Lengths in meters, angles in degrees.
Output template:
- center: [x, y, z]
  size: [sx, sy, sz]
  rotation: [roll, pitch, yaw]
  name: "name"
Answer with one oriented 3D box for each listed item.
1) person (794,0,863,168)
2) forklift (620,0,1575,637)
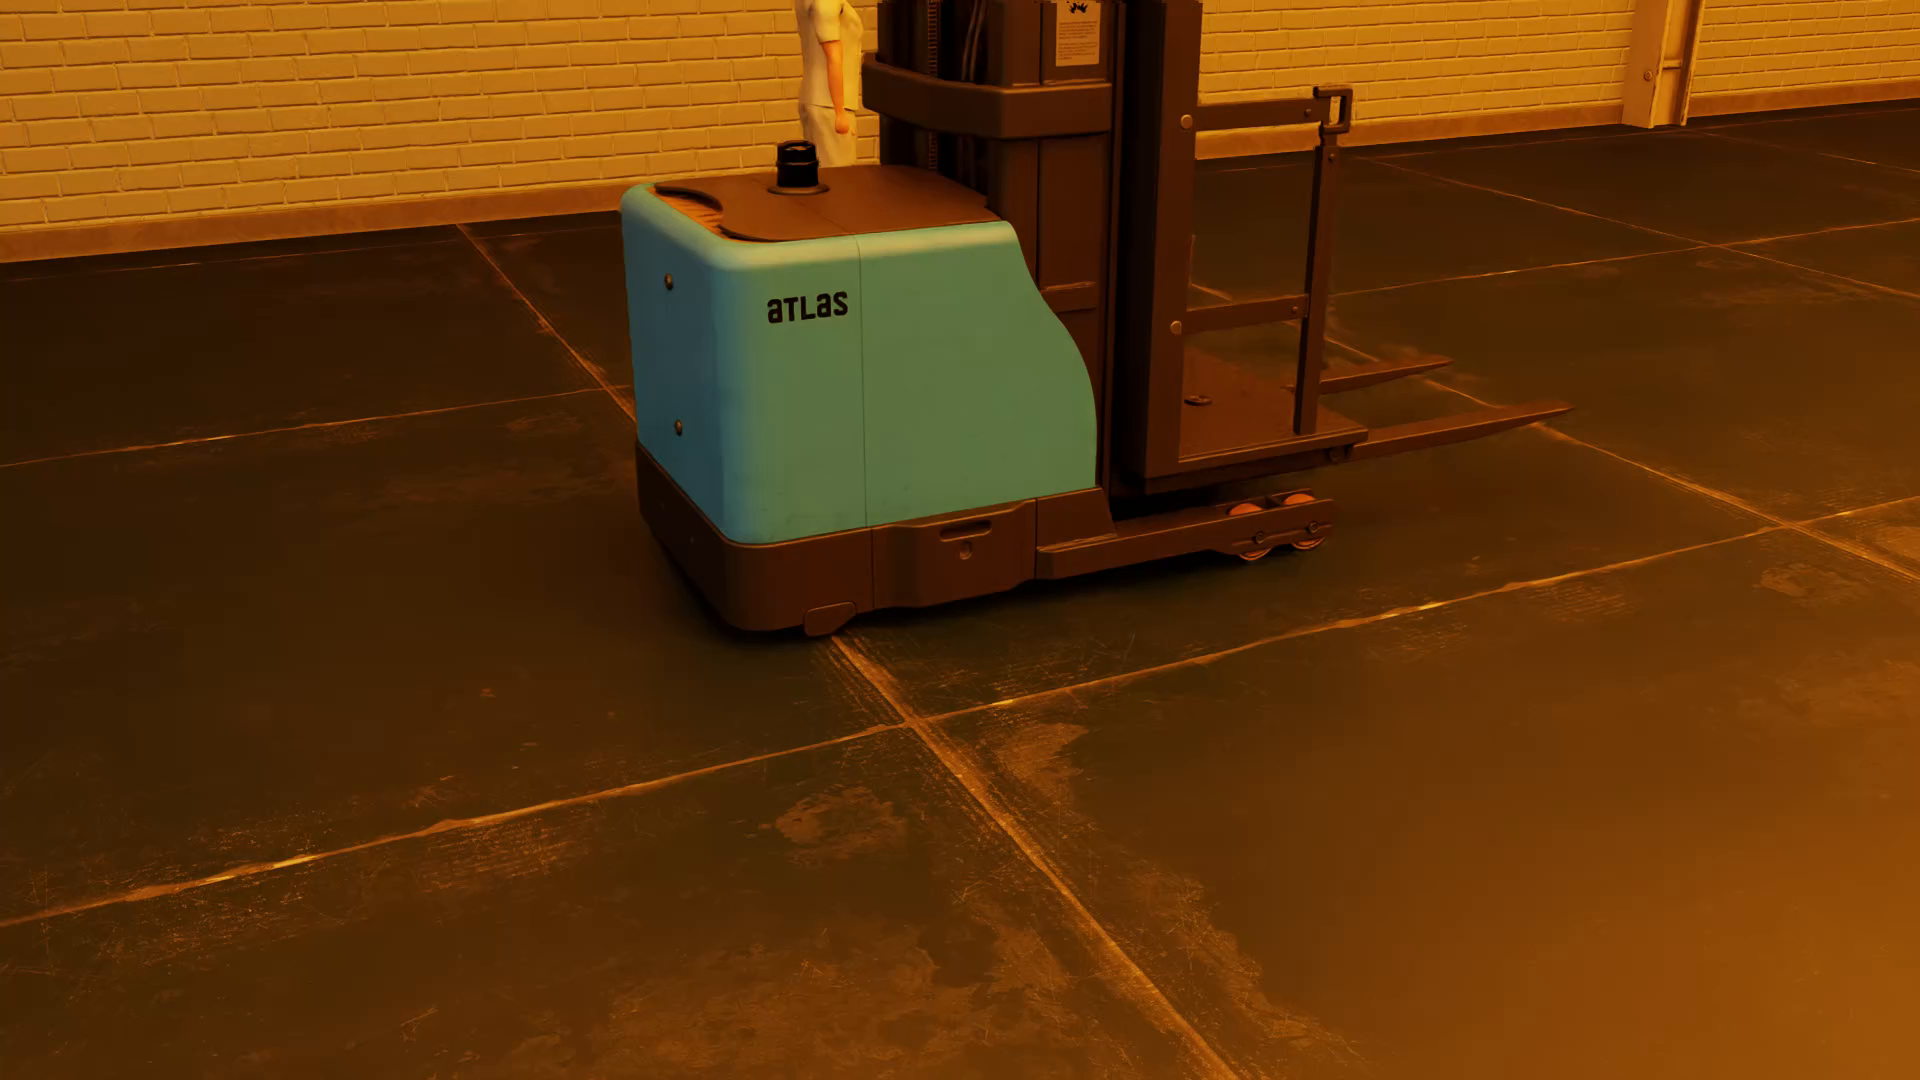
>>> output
- center: [-0.592, -1.977, 7.688]
  size: [0.382, 1.671, 0.437]
  rotation: [-8, 24, -19]
  name: "person"
- center: [0.569, -1.465, 4.812]
  size: [3.031, 2.935, 1.130]
  rotation: [-10, 25, -23]
  name: "forklift"
